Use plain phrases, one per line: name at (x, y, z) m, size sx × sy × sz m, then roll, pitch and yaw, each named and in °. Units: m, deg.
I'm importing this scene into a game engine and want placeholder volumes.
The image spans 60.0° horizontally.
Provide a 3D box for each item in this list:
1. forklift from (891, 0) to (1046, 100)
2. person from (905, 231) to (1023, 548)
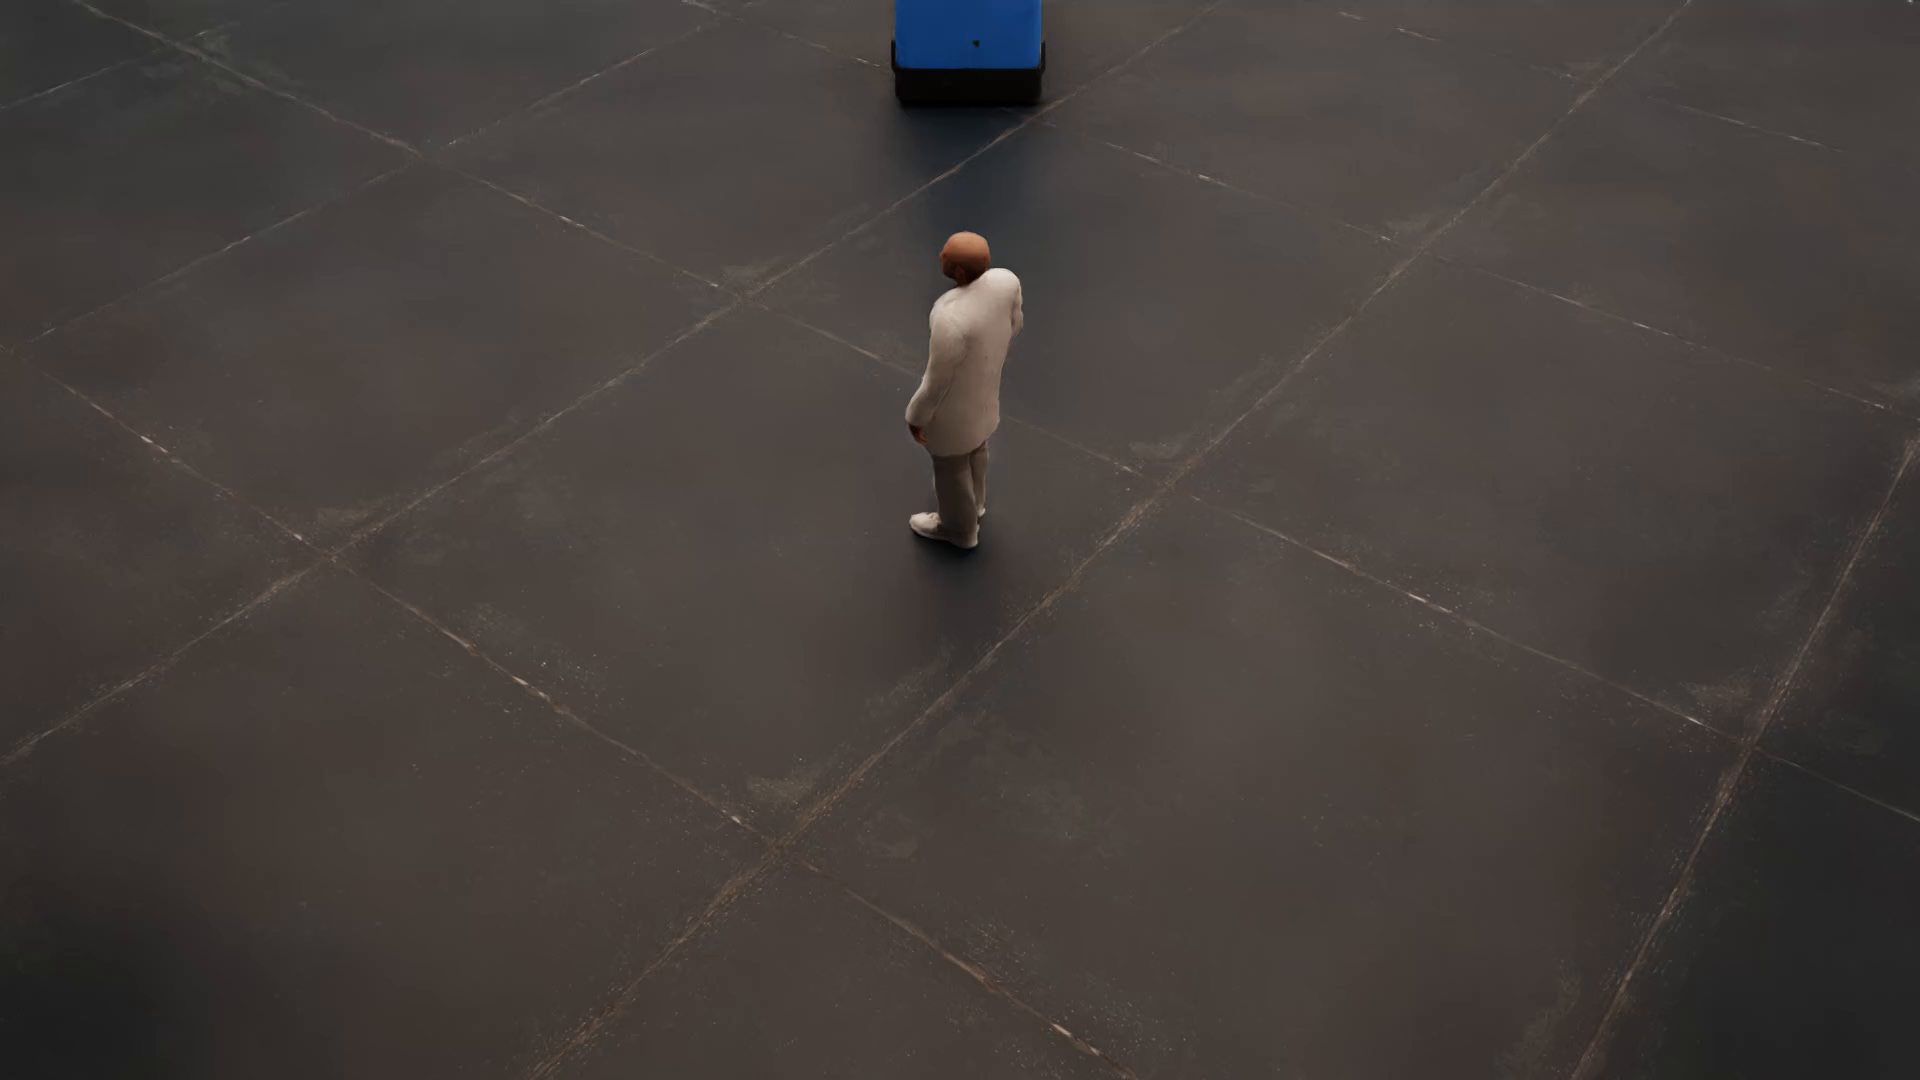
forklift at (0.071, -5.196, 12.169) m, size 1.130 × 2.935 × 3.031 m, roll 0°, pitch 40°, yaw 0°
person at (-0.069, -0.720, 7.797) m, size 0.579 × 1.776 × 0.694 m, roll 26°, pitch 47°, yaw 28°
